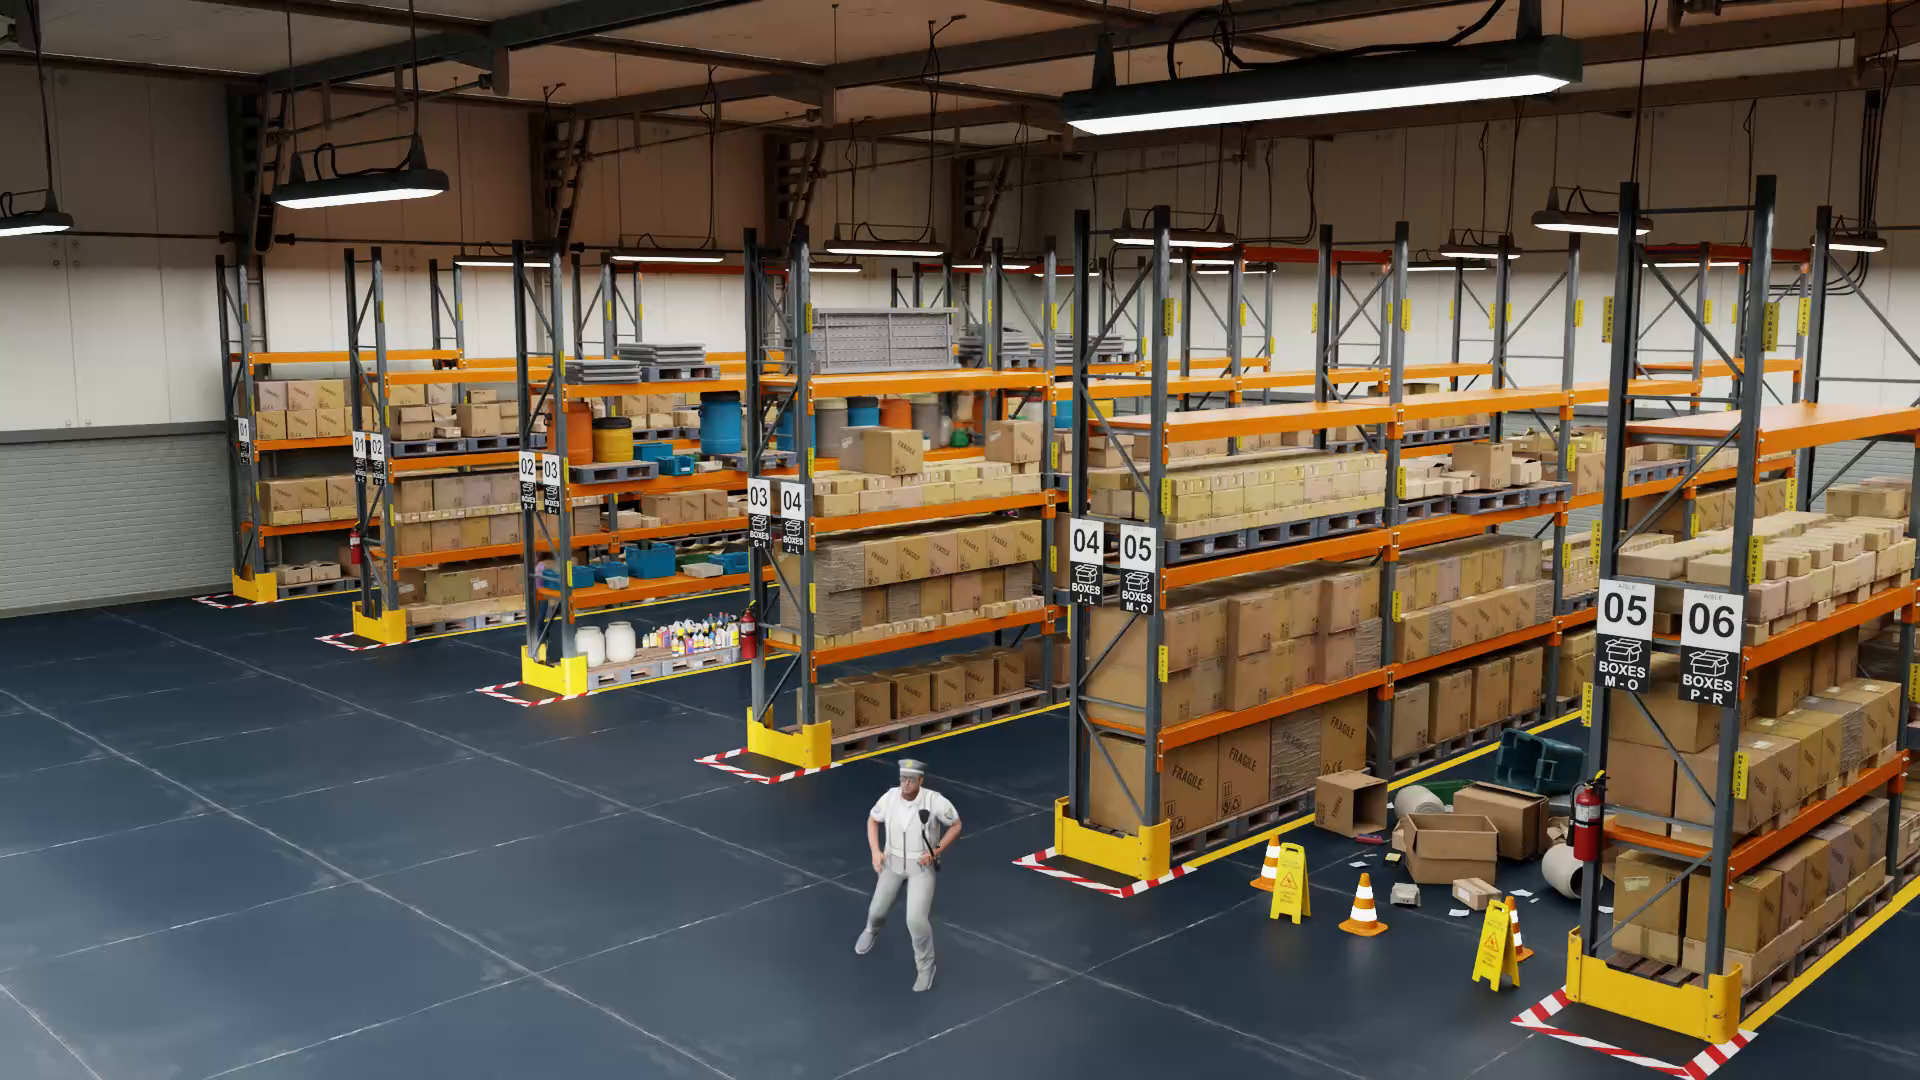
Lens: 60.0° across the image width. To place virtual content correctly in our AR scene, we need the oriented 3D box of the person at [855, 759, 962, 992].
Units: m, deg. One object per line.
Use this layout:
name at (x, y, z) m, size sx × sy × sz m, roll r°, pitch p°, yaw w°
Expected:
person at (-0.429, 2.523, 12.865) m, size 0.897 × 1.788 × 0.736 m, roll 2°, pitch 8°, yaw 13°

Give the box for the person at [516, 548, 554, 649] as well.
person at (-6.211, 0.915, 24.409) m, size 0.531 × 1.630 × 0.751 m, roll 1°, pitch 8°, yaw 7°
